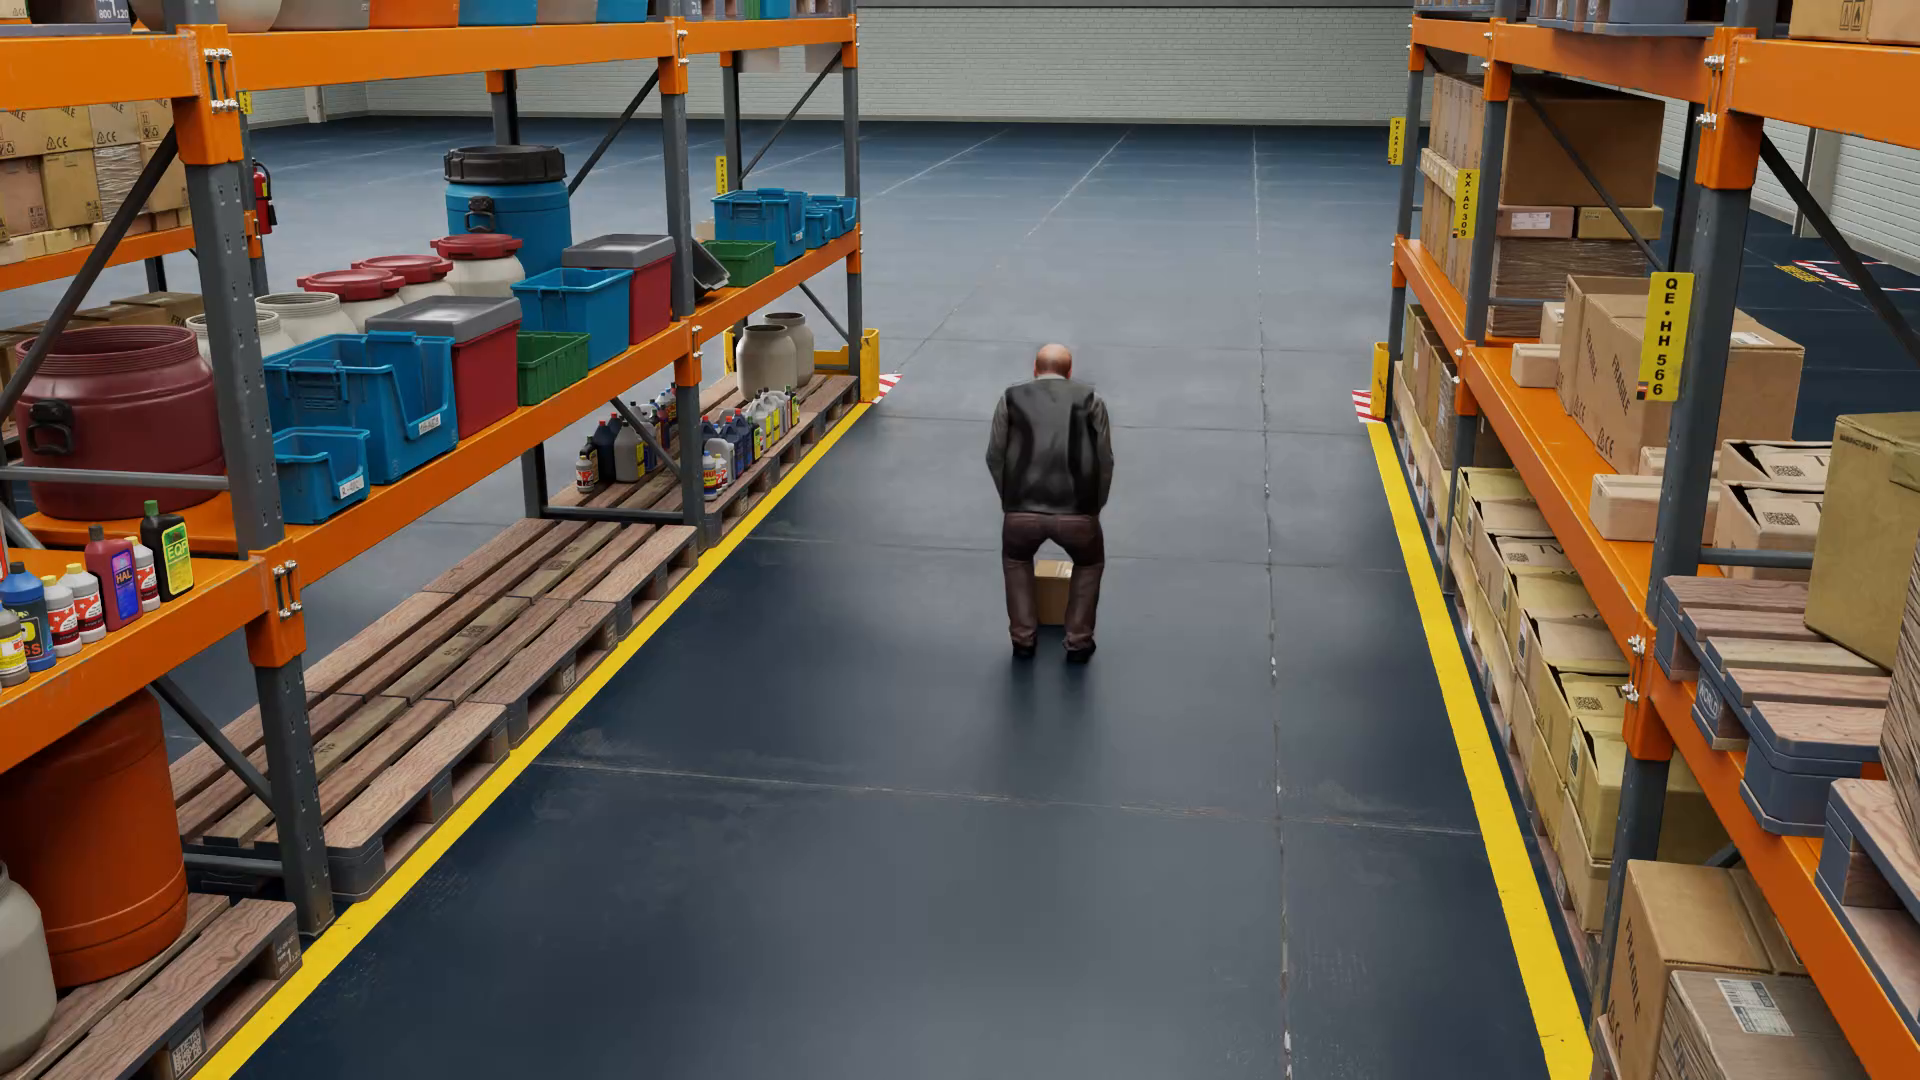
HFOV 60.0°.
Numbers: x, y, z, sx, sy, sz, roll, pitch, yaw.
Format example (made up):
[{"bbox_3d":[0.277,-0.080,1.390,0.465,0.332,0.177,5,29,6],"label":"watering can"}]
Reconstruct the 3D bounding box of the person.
[{"bbox_3d":[0.397,-0.156,7.611,0.591,1.404,0.709,3,18,9],"label":"person"}]
